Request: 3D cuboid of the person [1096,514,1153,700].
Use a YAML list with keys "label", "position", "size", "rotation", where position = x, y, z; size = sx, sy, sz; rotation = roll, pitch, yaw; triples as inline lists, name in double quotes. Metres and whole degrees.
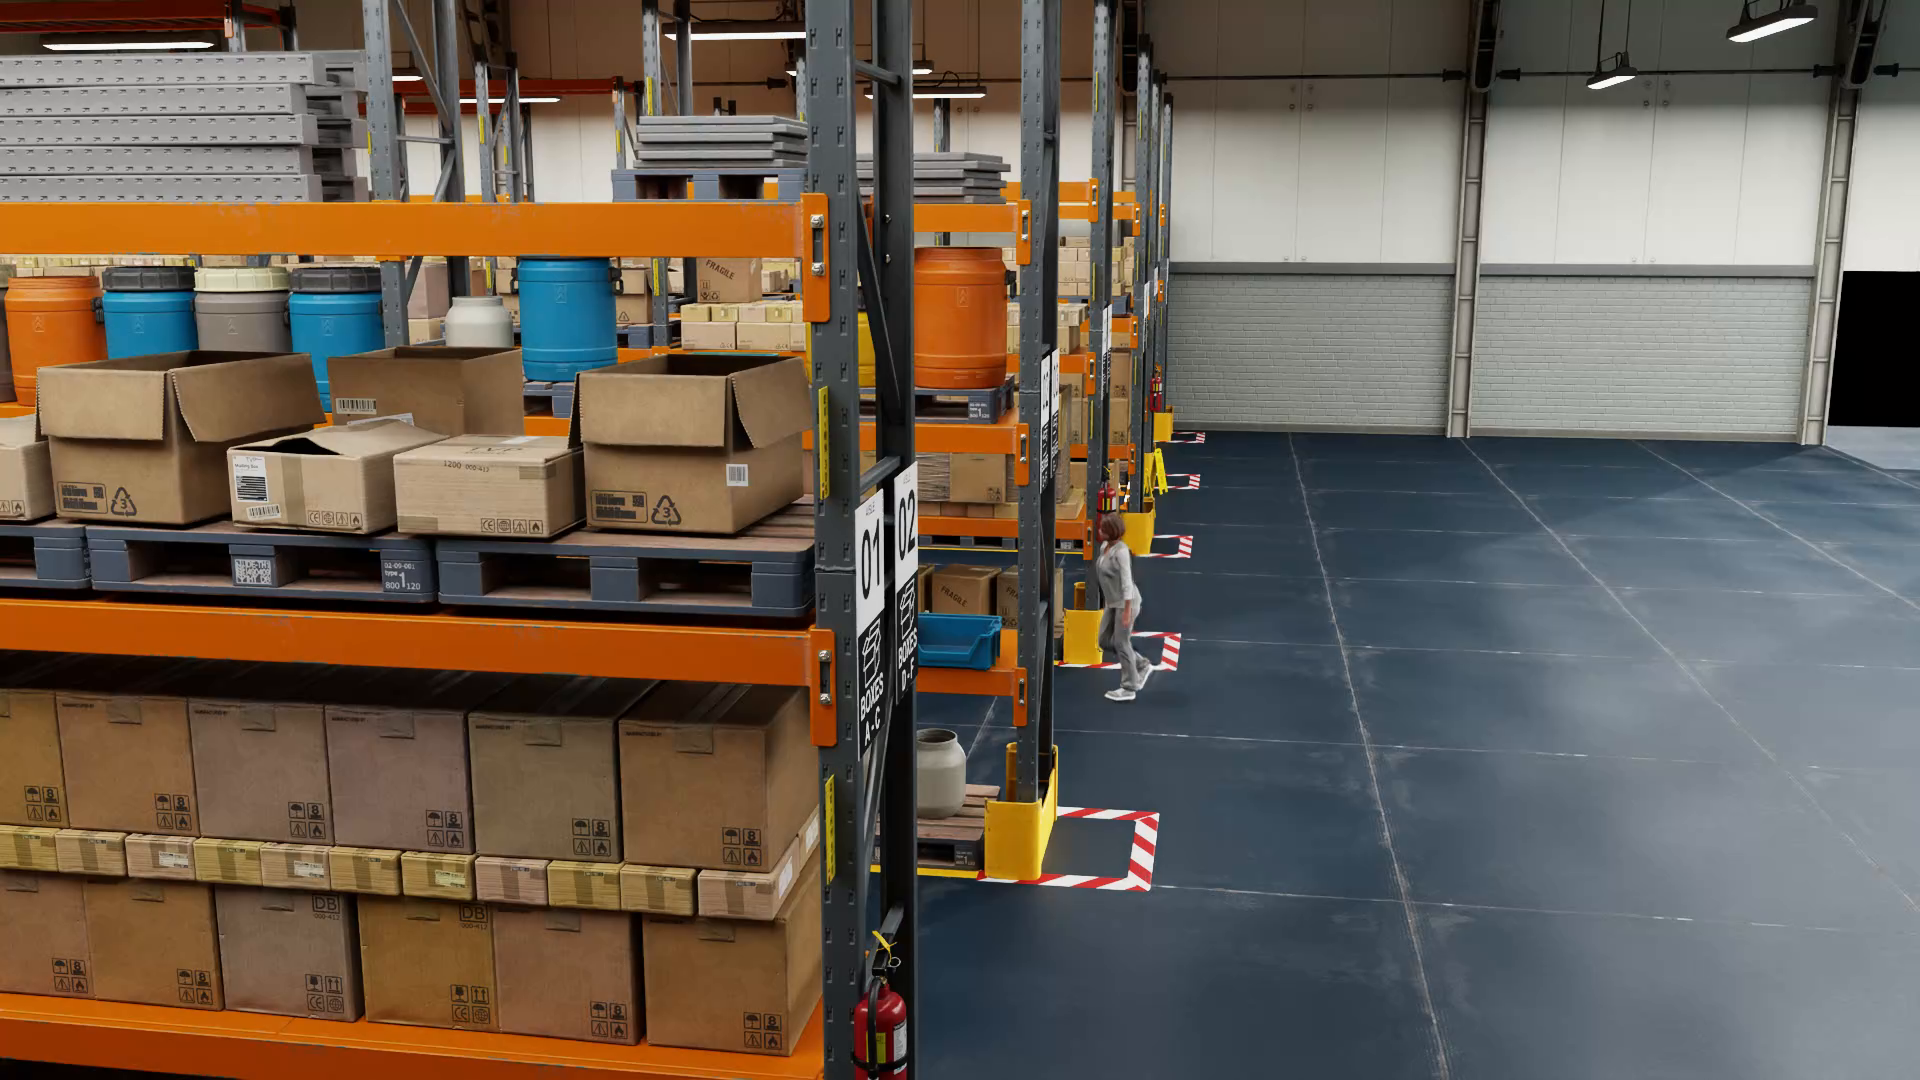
- label: "person"
  position: [1.391, 0.550, 13.934]
  size: [0.501, 1.564, 0.462]
  rotation: [-3, 12, -15]
